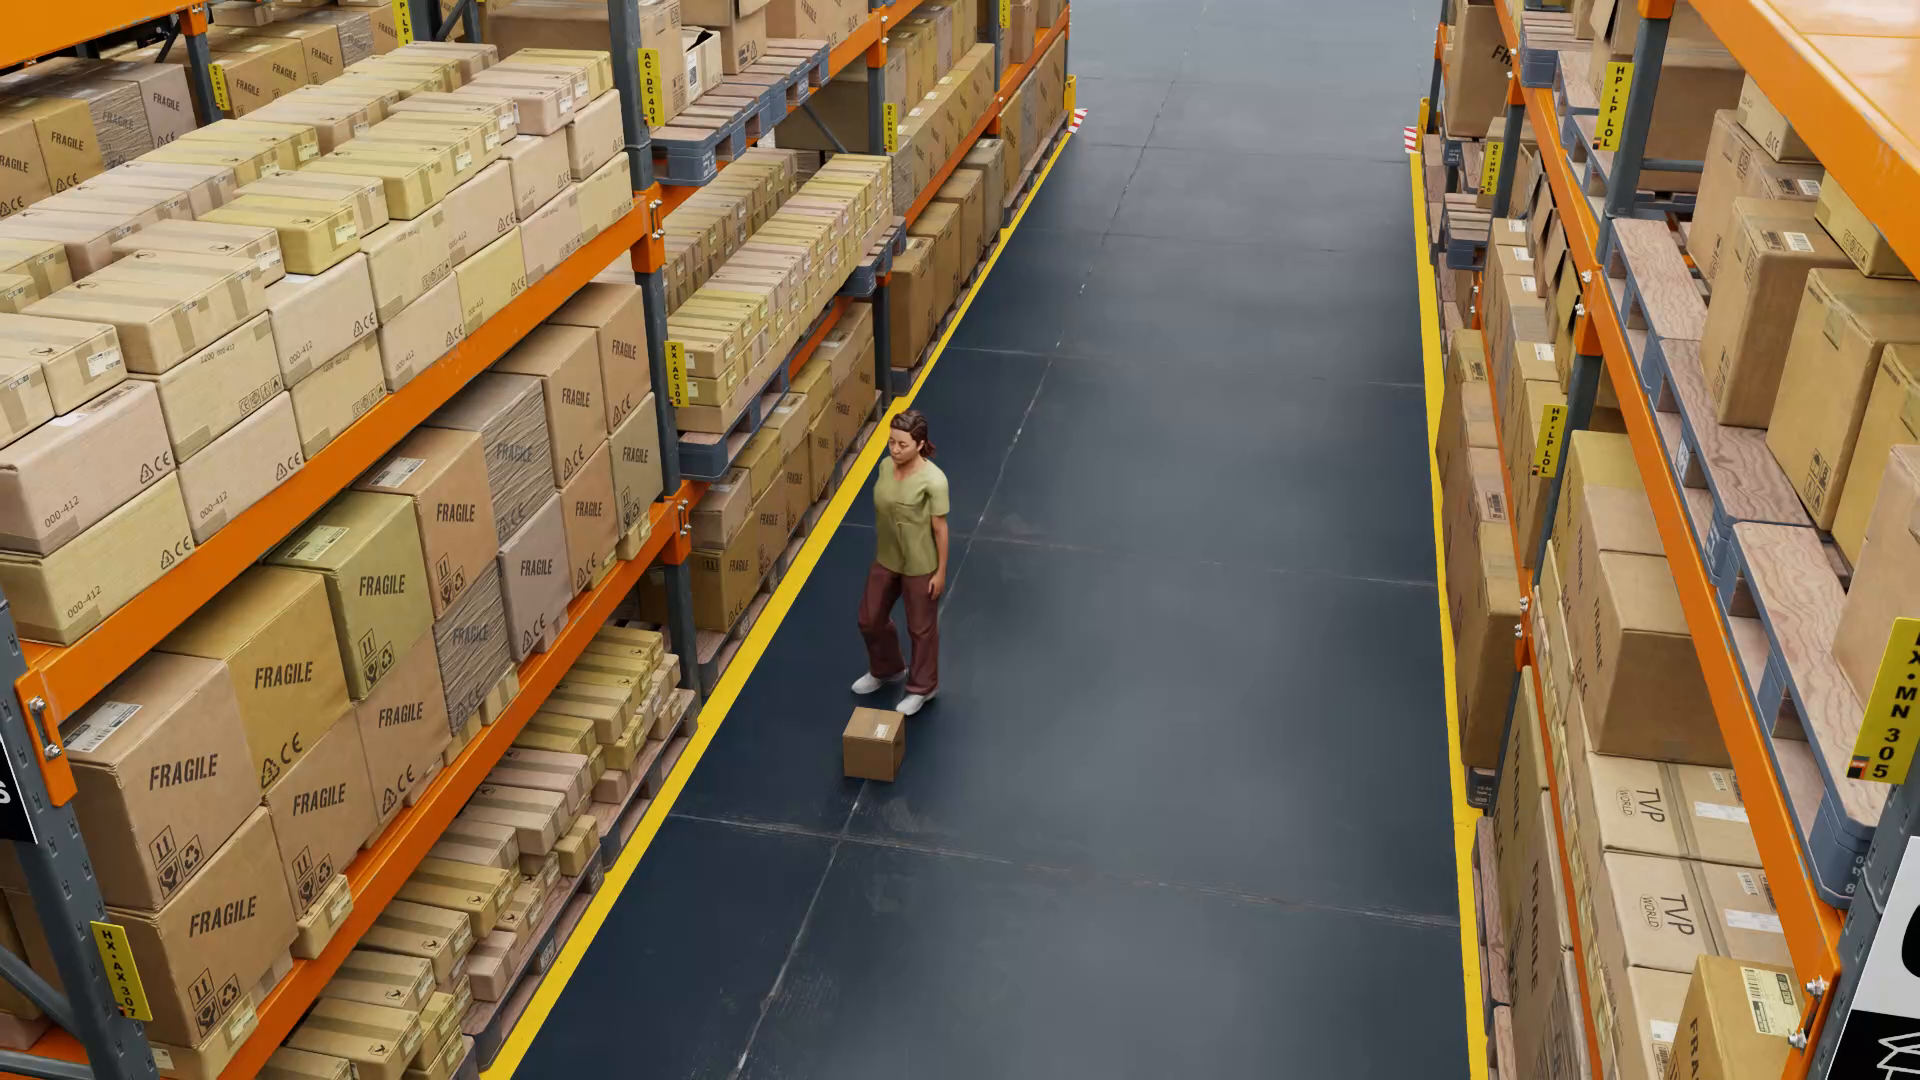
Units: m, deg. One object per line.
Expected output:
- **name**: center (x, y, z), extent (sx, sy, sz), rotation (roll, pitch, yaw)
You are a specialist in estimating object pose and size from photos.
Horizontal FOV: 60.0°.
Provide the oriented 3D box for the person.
- **person**: center (-0.297, 0.107, 8.416), extent (0.559, 1.677, 0.357), rotation (19, 34, 31)
